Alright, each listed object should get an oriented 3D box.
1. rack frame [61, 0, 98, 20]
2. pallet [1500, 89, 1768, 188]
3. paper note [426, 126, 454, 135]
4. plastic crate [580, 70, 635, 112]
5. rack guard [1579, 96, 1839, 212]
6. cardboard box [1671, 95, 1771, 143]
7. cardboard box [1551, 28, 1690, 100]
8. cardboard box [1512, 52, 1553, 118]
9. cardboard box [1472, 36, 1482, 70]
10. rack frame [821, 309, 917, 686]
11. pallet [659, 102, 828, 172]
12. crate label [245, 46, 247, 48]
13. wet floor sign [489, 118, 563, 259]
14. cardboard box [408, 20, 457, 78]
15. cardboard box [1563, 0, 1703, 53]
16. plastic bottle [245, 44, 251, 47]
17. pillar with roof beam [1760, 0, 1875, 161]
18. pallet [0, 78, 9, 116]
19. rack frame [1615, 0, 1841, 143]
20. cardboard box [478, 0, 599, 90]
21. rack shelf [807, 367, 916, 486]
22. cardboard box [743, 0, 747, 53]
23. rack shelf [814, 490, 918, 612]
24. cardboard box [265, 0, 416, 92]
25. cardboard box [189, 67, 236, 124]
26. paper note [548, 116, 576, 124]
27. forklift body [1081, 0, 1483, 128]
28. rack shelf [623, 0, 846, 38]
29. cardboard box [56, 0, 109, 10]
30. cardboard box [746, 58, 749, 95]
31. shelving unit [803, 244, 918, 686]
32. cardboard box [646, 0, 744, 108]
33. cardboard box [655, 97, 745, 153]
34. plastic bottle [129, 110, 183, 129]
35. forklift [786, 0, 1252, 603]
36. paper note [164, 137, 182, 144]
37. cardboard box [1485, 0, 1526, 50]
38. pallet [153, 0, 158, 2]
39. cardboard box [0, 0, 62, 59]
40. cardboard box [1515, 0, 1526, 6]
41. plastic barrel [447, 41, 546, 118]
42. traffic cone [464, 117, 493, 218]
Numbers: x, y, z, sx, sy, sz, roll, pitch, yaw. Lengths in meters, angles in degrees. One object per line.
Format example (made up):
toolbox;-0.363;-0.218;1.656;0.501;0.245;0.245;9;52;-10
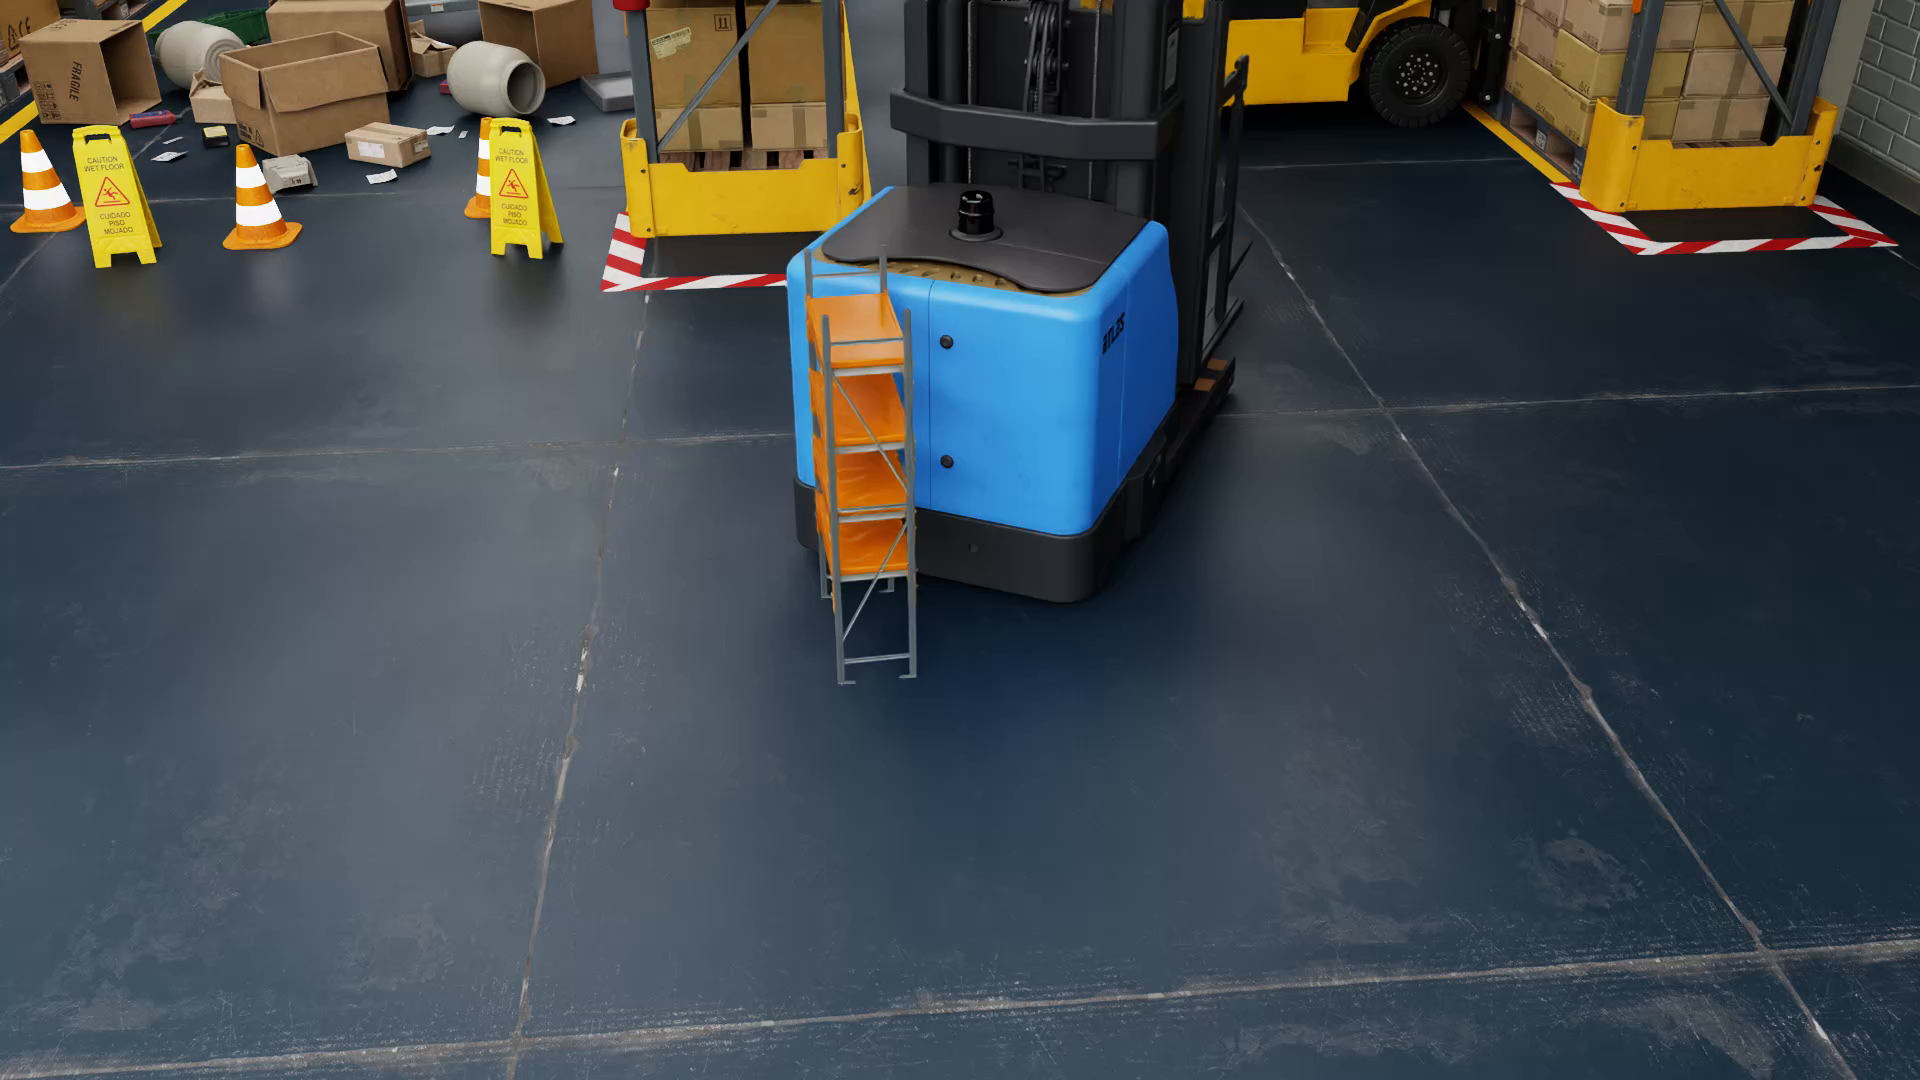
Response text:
rack frame;-6.360;-4.617;10.555;1.000;3.000;0.127;-3;31;-5
pallet;3.761;-2.295;9.386;1.003;0.211;1.213;-3;31;-5
paper note;-3.067;-2.412;9.770;0.148;0.019;0.142;8;32;13
plastic crate;-2.111;-2.811;10.379;0.402;0.080;0.583;-14;33;-22
rack guard;3.877;-2.018;8.641;1.175;0.500;0.348;-3;31;-5
cardboard box;4.023;-2.363;9.053;0.500;0.250;0.500;-3;31;-4
cardboard box;3.518;-2.551;8.881;0.500;0.250;0.500;-3;31;-5
cardboard box;3.479;-2.582;9.420;0.500;0.250;0.500;-3;31;-5
cardboard box;3.370;-3.102;10.290;0.500;0.250;0.500;-2;31;-3
rack frame;-0.249;-0.088;4.728;0.240;1.200;0.015;-5;31;-9
pallet;-1.115;-2.122;9.096;1.003;0.211;1.213;-3;31;-5
crate label;-4.702;-3.123;10.846;0.250;0.136;0.298;27;40;37
wet floor sign;-2.115;-1.705;7.974;0.267;0.644;0.232;8;32;13
cardboard box;-3.502;-3.213;10.871;0.396;0.266;0.258;27;40;37
cardboard box;3.521;-2.753;8.730;0.500;0.250;0.500;-2;31;-3
plastic bottle;-4.831;-3.287;11.193;0.133;0.061;0.283;-20;36;-30
pillar with roof beam;0.421;-5.871;6.804;9.100;9.000;0.400;-3;31;-5
pallet;-6.249;-2.404;9.568;1.003;0.211;1.213;-3;31;-5
rack frame;3.875;-3.103;8.020;1.000;3.000;0.127;-3;31;-5
cardboard box;-2.695;-3.221;10.653;0.500;0.500;0.500;20;36;29
rack shelf;-0.292;-0.346;4.854;0.258;0.148;0.480;-5;31;-9
cardboard box;-1.494;-3.106;9.566;0.500;0.500;0.500;-3;31;-6
rack shelf;-0.292;0.017;5.071;0.258;0.148;0.480;-5;31;-9
cardboard box;-3.847;-3.103;10.321;0.797;0.637;0.503;-3;31;-5
cardboard box;-4.365;-2.654;9.934;0.396;0.266;0.258;2;31;4
paper note;-2.375;-2.510;9.922;0.142;0.019;0.148;-14;33;-22
forklift body;1.881;-3.620;9.712;2.313;2.155;1.214;-3;31;-5
rack shelf;-1.254;-3.576;9.513;1.077;0.370;4.000;-3;31;-5
cardboard box;-6.507;-4.144;11.547;1.050;0.750;0.750;-3;31;-5
cardboard box;-1.505;-2.795;9.776;0.500;0.250;0.500;-4;31;-6
shelving unit;-0.292;-0.212;4.934;0.258;1.200;0.503;-5;31;-9
cardboard box;-1.402;-2.582;8.688;0.500;0.500;0.500;-3;31;-4
cardboard box;-1.413;-2.275;8.906;0.500;0.250;0.500;-3;31;-5
plastic bottle;-4.775;-2.504;9.883;0.283;0.061;0.133;-14;33;-22
forklift;0.464;-1.801;5.907;1.130;2.935;3.031;12;33;19
paper note;-4.545;-2.309;9.606;0.032;0.001;0.123;13;33;21
cardboard box;3.413;-3.070;9.750;0.500;0.250;0.500;-3;31;-6
pallet;-6.624;-4.435;12.968;1.003;0.211;1.213;-3;31;-5
cardboard box;-6.371;-3.561;10.449;0.875;0.875;0.875;-2;31;-4
cardboard box;3.410;-3.270;9.596;0.500;0.250;0.500;-2;31;-4
plastic barrel;-2.767;-2.740;9.924;0.512;0.421;0.421;20;36;29
traffic cone;-2.392;-1.932;8.534;0.336;0.463;0.334;-3;31;-5
